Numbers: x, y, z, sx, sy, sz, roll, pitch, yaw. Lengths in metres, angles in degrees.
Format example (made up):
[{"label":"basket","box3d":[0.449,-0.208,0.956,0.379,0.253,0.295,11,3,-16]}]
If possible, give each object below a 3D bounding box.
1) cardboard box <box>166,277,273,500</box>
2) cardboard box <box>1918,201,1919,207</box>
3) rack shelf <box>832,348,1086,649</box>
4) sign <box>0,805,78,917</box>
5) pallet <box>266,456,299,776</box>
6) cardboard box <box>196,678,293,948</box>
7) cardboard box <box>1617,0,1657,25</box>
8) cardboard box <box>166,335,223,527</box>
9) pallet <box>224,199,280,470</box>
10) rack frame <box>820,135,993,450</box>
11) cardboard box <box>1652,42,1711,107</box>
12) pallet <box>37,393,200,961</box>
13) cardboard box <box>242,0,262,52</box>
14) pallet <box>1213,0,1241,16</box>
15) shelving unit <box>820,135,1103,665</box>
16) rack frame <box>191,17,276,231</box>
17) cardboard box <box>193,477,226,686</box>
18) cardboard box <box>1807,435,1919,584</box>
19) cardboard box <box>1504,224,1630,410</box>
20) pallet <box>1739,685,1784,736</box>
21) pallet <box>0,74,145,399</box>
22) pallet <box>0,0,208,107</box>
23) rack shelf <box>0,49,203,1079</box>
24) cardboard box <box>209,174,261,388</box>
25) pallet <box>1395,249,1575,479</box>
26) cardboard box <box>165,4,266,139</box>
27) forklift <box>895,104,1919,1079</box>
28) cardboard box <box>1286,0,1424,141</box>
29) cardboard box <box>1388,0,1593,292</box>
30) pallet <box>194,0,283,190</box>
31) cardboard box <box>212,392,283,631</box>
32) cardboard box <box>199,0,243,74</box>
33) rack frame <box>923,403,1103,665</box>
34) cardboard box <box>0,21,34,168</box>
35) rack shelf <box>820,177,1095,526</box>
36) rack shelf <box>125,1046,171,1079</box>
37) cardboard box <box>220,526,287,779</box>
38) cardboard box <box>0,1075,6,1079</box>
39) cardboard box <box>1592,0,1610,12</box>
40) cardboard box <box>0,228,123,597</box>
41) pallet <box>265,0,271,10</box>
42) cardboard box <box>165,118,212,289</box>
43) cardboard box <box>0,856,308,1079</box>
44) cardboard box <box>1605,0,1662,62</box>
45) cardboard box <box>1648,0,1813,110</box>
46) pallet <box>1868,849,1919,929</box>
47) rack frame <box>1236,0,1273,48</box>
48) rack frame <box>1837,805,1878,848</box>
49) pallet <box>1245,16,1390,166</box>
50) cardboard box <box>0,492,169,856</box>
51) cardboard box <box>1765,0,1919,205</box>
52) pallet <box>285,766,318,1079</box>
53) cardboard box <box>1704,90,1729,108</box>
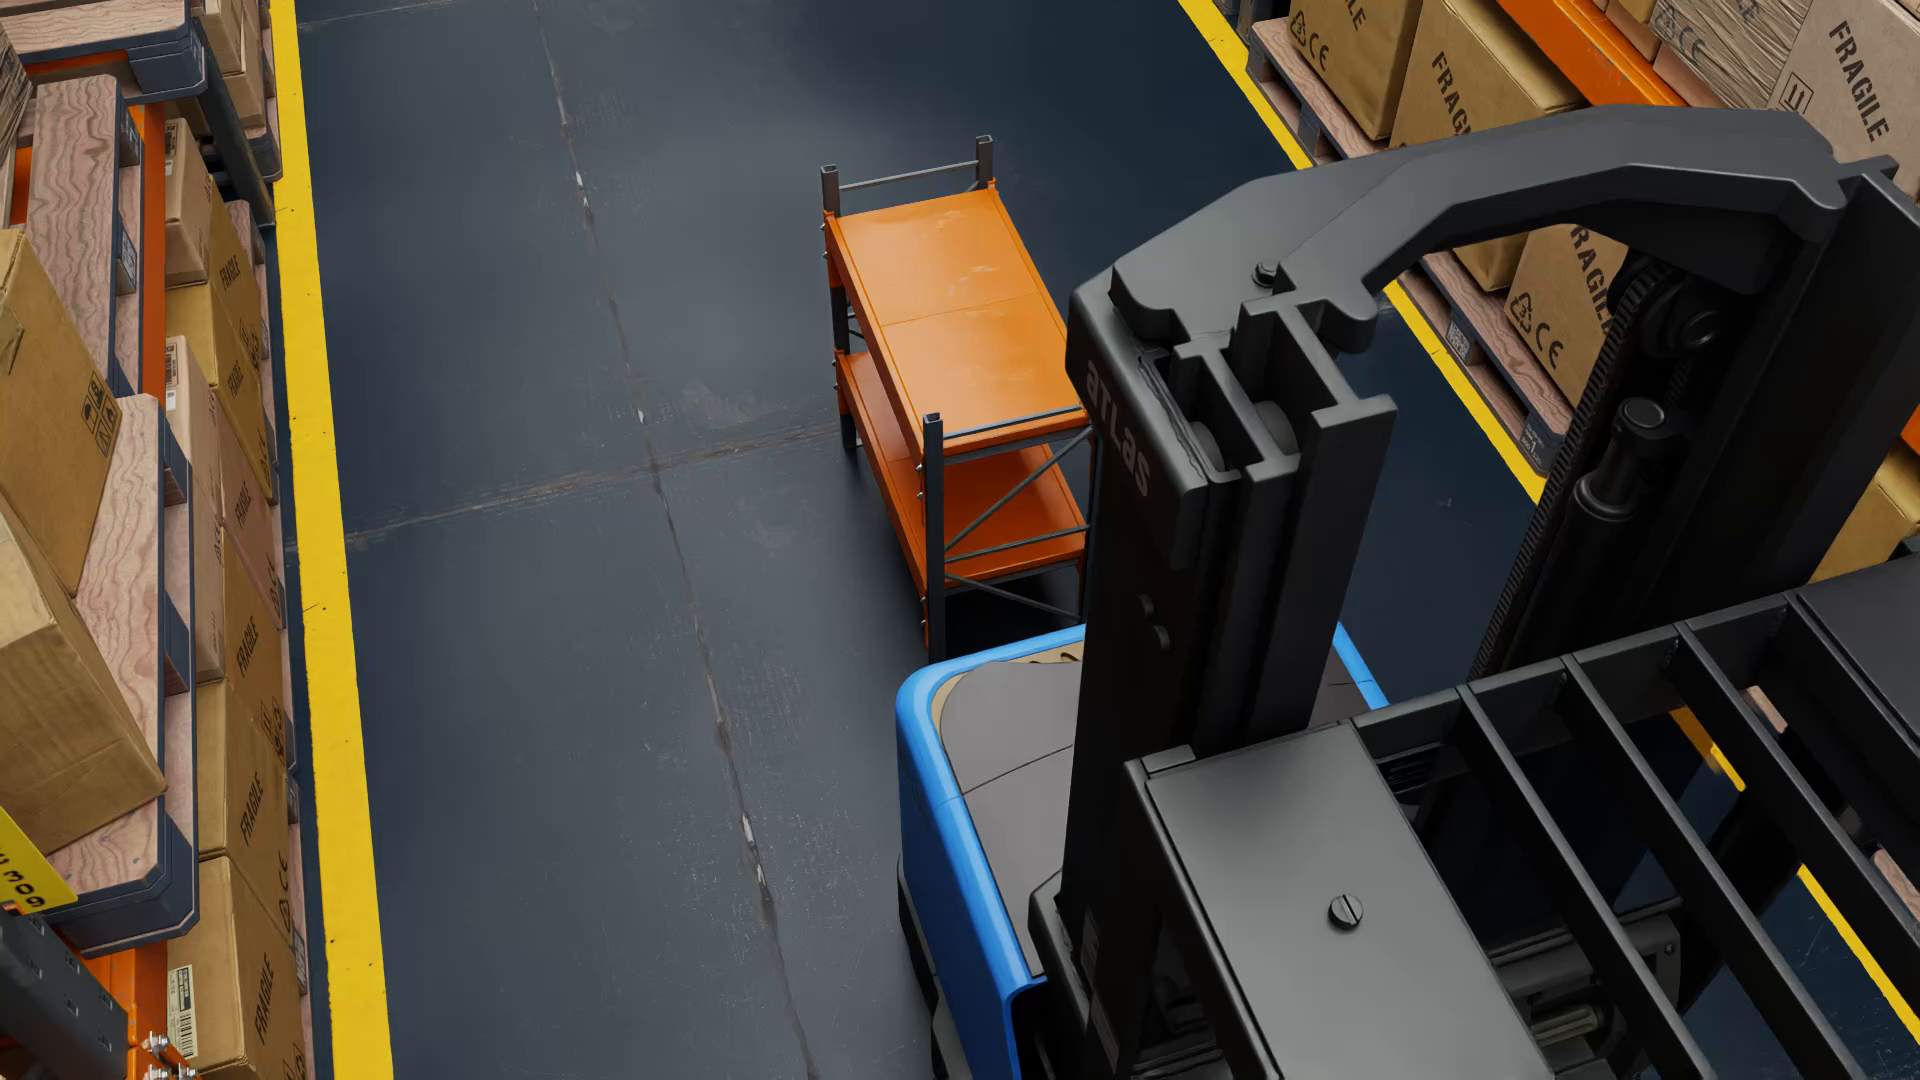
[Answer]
[{"label":"cardboard box","box3d":[-2.409,-0.399,4.972,0.500,0.500,0.500,-15,51,-12]},{"label":"cardboard box","box3d":[2.474,-0.687,3.594,0.500,0.500,0.500,-14,51,-12]},{"label":"rack shelf","box3d":[0.002,-0.200,5.003,0.538,0.278,1.000,-13,51,-11]},{"label":"sign","box3d":[-1.363,0.443,2.348,0.100,0.325,0.005,-13,51,-11]},{"label":"pallet","box3d":[-2.520,0.271,4.883,1.003,0.211,1.213,-13,51,-11]},{"label":"cardboard box","box3d":[-1.958,0.719,4.029,0.500,0.500,0.500,-13,51,-10]},{"label":"cardboard box","box3d":[2.021,-1.790,4.524,0.500,0.500,0.500,-12,51,-10]},{"label":"cardboard box","box3d":[-2.234,-0.232,4.341,0.500,0.250,0.500,-14,51,-12]},{"label":"pallet","box3d":[-2.878,-0.618,5.633,1.003,0.211,1.213,-13,51,-11]},{"label":"rack frame","box3d":[-0.148,-0.729,5.129,0.500,1.125,0.032,-13,51,-11]},{"label":"cardboard box","box3d":[2.147,-1.318,4.551,0.380,0.149,0.250,-15,51,-12]},{"label":"pallet","box3d":[-2.011,0.304,3.157,1.003,0.211,1.213,-13,51,-11]},{"label":"cardboard box","box3d":[-3.086,-2.136,6.613,0.500,0.250,0.500,-15,51,-12]},{"label":"pallet","box3d":[1.439,-2.866,7.528,1.003,0.211,1.213,-13,51,-11]},{"label":"shelving unit","box3d":[0.002,-0.358,4.816,0.538,1.125,1.048,-13,51,-11]},{"label":"rack frame","box3d":[-3.062,-2.071,5.034,1.000,3.000,0.127,-13,51,-11]},{"label":"cardboard box","box3d":[-2.085,0.134,4.032,0.500,0.250,0.500,-13,51,-11]},{"label":"cardboard box","box3d":[2.535,-0.160,4.554,0.750,0.750,0.750,-13,51,-11]},{"label":"cardboard box","box3d":[2.270,-0.809,5.101,0.750,0.750,0.750,-12,51,-10]},{"label":"pallet","box3d":[2.552,0.080,5.045,1.003,0.211,1.213,-13,51,-11]},{"label":"pallet","box3d":[-2.483,-0.590,3.911,1.003,0.211,1.213,-13,51,-11]},{"label":"pallet","box3d":[-2.795,-1.530,4.703,1.213,0.211,1.003,-13,51,-11]},{"label":"rack shelf","box3d":[-2.471,-0.378,4.078,1.077,0.370,4.000,-13,51,-11]},{"label":"cardboard box","box3d":[-2.561,-0.777,5.290,0.500,0.500,0.500,-12,51,-10]},{"label":"pallet","box3d":[2.187,-0.813,5.797,1.003,0.211,1.213,-13,51,-11]},{"label":"cardboard box","box3d":[-2.937,-1.769,6.303,0.500,0.250,0.500,-13,51,-11]},{"label":"forklift","box3d":[0.786,0.995,2.494,1.130,2.935,3.031,-14,51,-12]},{"label":"cardboard box","box3d":[1.761,-2.069,6.164,0.750,0.750,0.750,-14,51,-11]},{"label":"cardboard box","box3d":[2.014,-1.428,5.624,0.750,0.750,0.750,-14,51,-11]},{"label":"pallet","box3d":[-3.268,-1.782,6.614,1.003,0.211,1.213,-13,51,-11]},{"label":"cardboard box","box3d":[-2.248,-0.017,4.650,0.500,0.500,0.500,-15,52,-12]},{"label":"cardboard box","box3d":[-2.937,-1.950,6.089,0.500,0.311,0.500,-12,51,-10]},{"label":"rack frame","box3d":[0.152,0.014,4.503,0.500,1.125,0.032,-13,51,-11]},{"label":"cardboard box","box3d":[-2.680,-1.093,3.869,0.700,0.500,0.500,-5,50,-4]},{"label":"rack shelf","box3d":[0.002,-0.546,4.592,0.538,0.278,1.000,-13,51,-11]},{"label":"rack shelf","box3d":[-1.288,2.543,1.615,1.077,0.370,4.000,-13,51,-11]},{"label":"cardboard box","box3d":[-2.099,0.352,4.338,0.500,0.500,0.500,-13,51,-11]},{"label":"cardboard box","box3d":[-1.486,1.125,2.274,0.500,0.500,0.500,-13,51,-10]},{"label":"cardboard box","box3d":[2.009,-1.709,4.880,0.380,0.149,0.250,-13,51,-11]},{"label":"cardboard box","box3d":[-2.070,-0.202,3.118,0.700,0.500,0.500,-6,50,-5]},{"label":"pallet","box3d":[-3.626,-2.672,7.364,1.003,0.211,1.213,-13,51,-11]},{"label":"cardboard box","box3d":[-2.541,-0.979,4.970,0.500,0.250,0.500,-12,51,-10]},{"label":"cardboard box","box3d":[-1.790,1.106,3.703,0.500,0.500,0.500,-15,52,-13]},{"label":"cardboard box","box3d":[2.080,-1.515,4.717,0.380,0.149,0.250,-12,51,-10]},{"label":"cardboard box","box3d":[2.174,-1.426,4.217,0.500,0.500,0.500,-13,51,-11]},{"label":"pallet","box3d":[3.002,1.200,4.101,1.003,0.211,1.213,-13,51,-11]},{"label":"rack frame","box3d":[1.669,-3.194,5.981,1.000,3.000,0.127,-13,51,-11]},{"label":"rack frame","box3d":[2.852,-0.272,3.518,1.000,3.000,0.127,-13,51,-11]},{"label":"pallet","box3d":[1.830,-1.702,6.547,1.003,0.211,1.213,-13,51,-11]},{"label":"cardboard box","box3d":[-1.806,0.286,2.707,0.700,0.500,0.500,-30,56,-23]},{"label":"cardboard box","box3d":[2.314,-1.057,3.906,0.500,0.500,0.500,-13,51,-11]},{"label":"pallet","box3d":[-2.156,1.164,4.131,1.003,0.211,1.213,-13,51,-11]},{"label":"cardboard box","box3d":[2.207,-1.132,4.394,0.380,0.149,0.250,-13,51,-11]}]
